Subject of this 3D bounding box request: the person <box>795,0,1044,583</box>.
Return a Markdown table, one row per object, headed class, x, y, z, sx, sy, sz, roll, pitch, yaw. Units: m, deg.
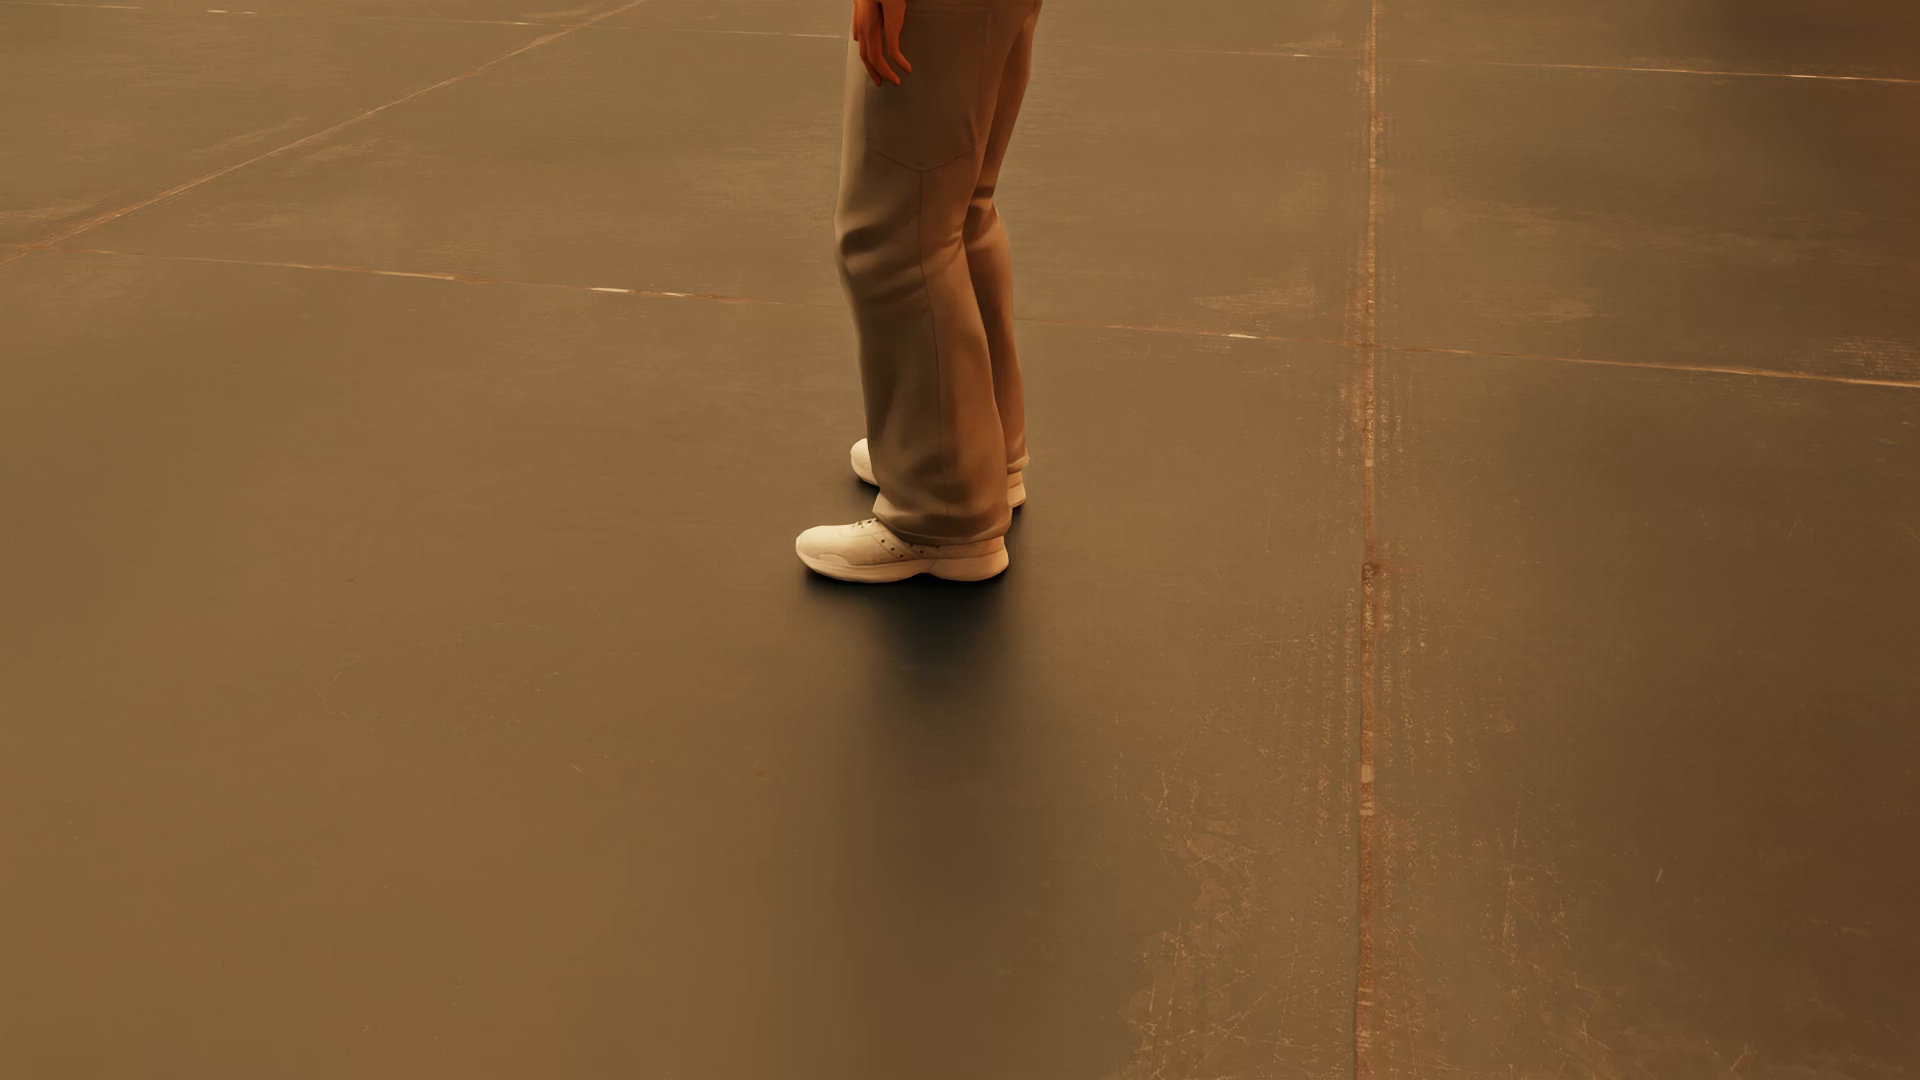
| class | x | y | z | sx | sy | sz | roll | pitch | yaw |
| --- | --- | --- | --- | --- | --- | --- | --- | --- | --- |
| person | -0.038 | -0.747 | 2.126 | 0.361 | 1.672 | 0.497 | 5 | 27 | 9 |
